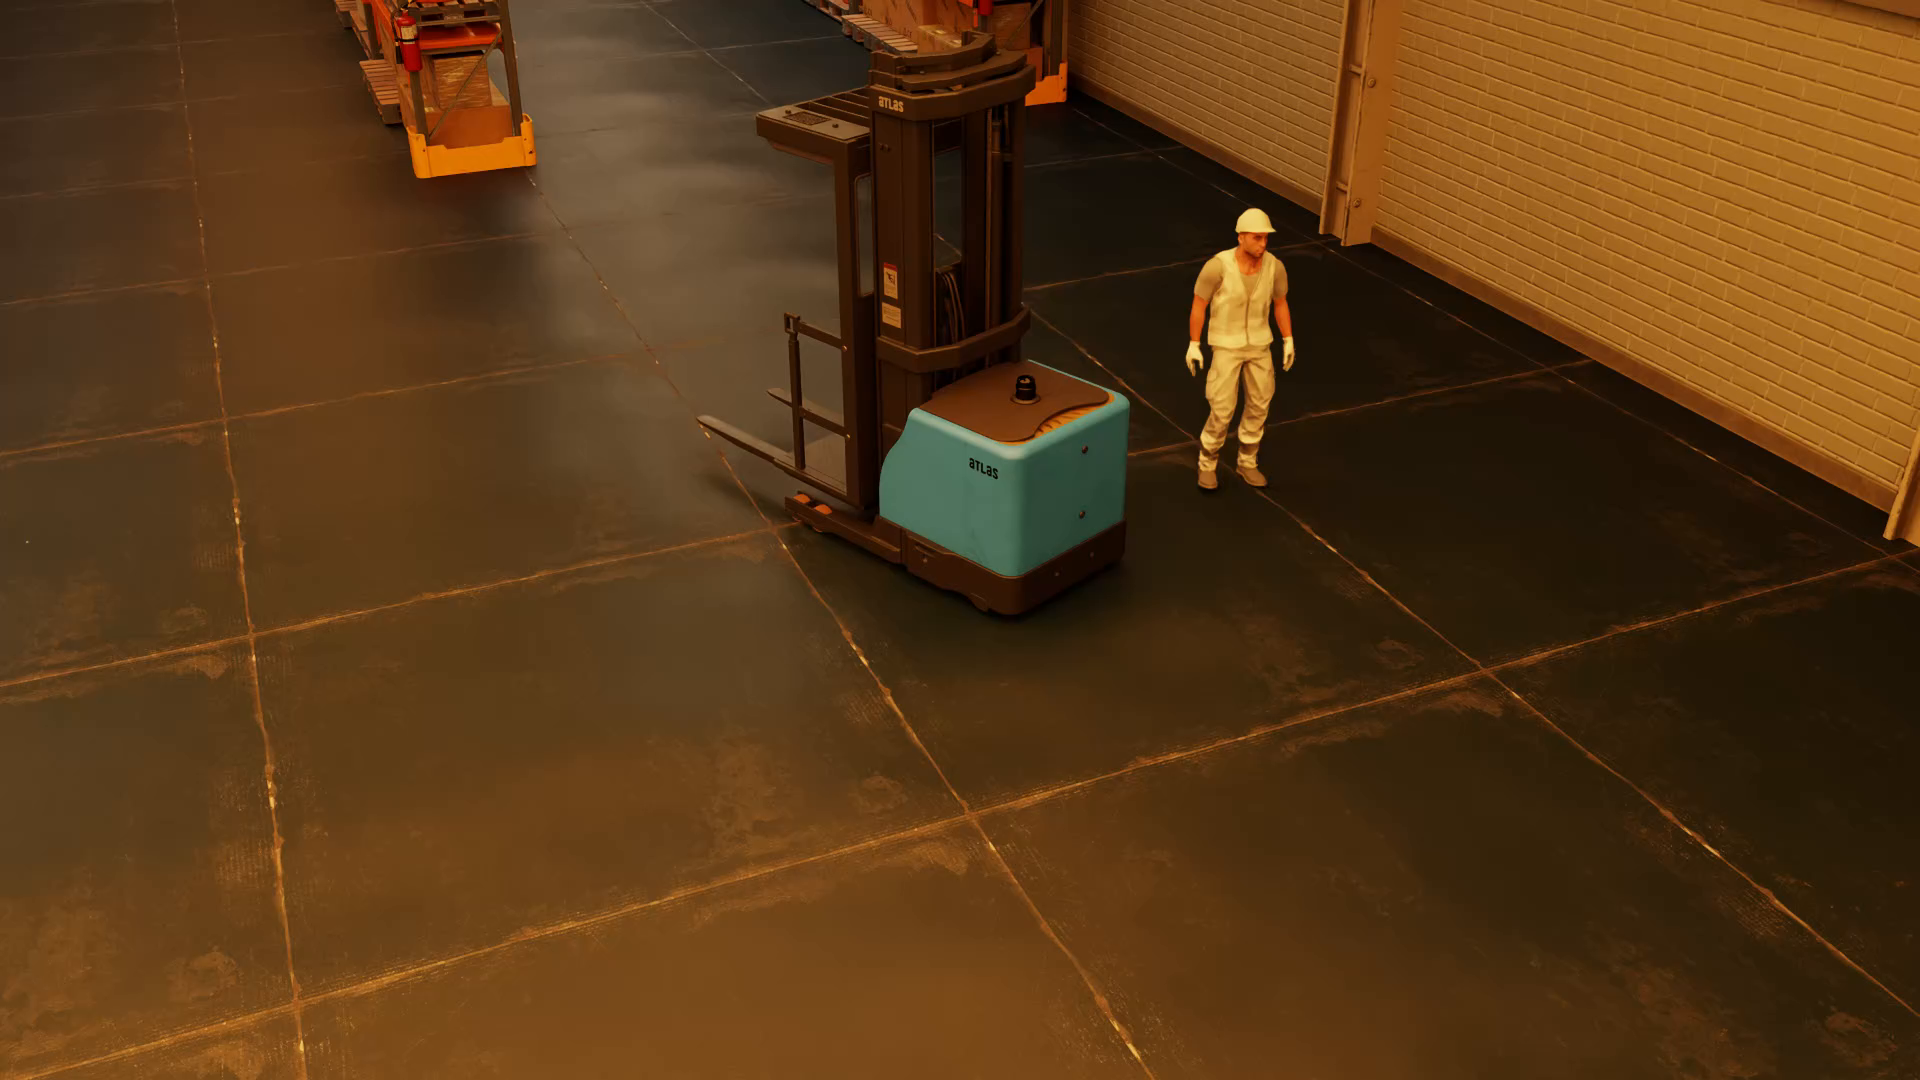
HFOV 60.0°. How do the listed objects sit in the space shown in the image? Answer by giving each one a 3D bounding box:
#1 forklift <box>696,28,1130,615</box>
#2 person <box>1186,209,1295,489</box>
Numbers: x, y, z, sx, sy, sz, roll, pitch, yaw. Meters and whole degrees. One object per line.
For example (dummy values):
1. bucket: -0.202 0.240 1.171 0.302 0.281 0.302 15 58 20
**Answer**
1. forklift: -0.436 -1.483 9.714 3.031 2.935 1.130 26 39 37
2. person: 1.758 -1.171 10.322 0.694 1.789 0.459 -6 30 -11
